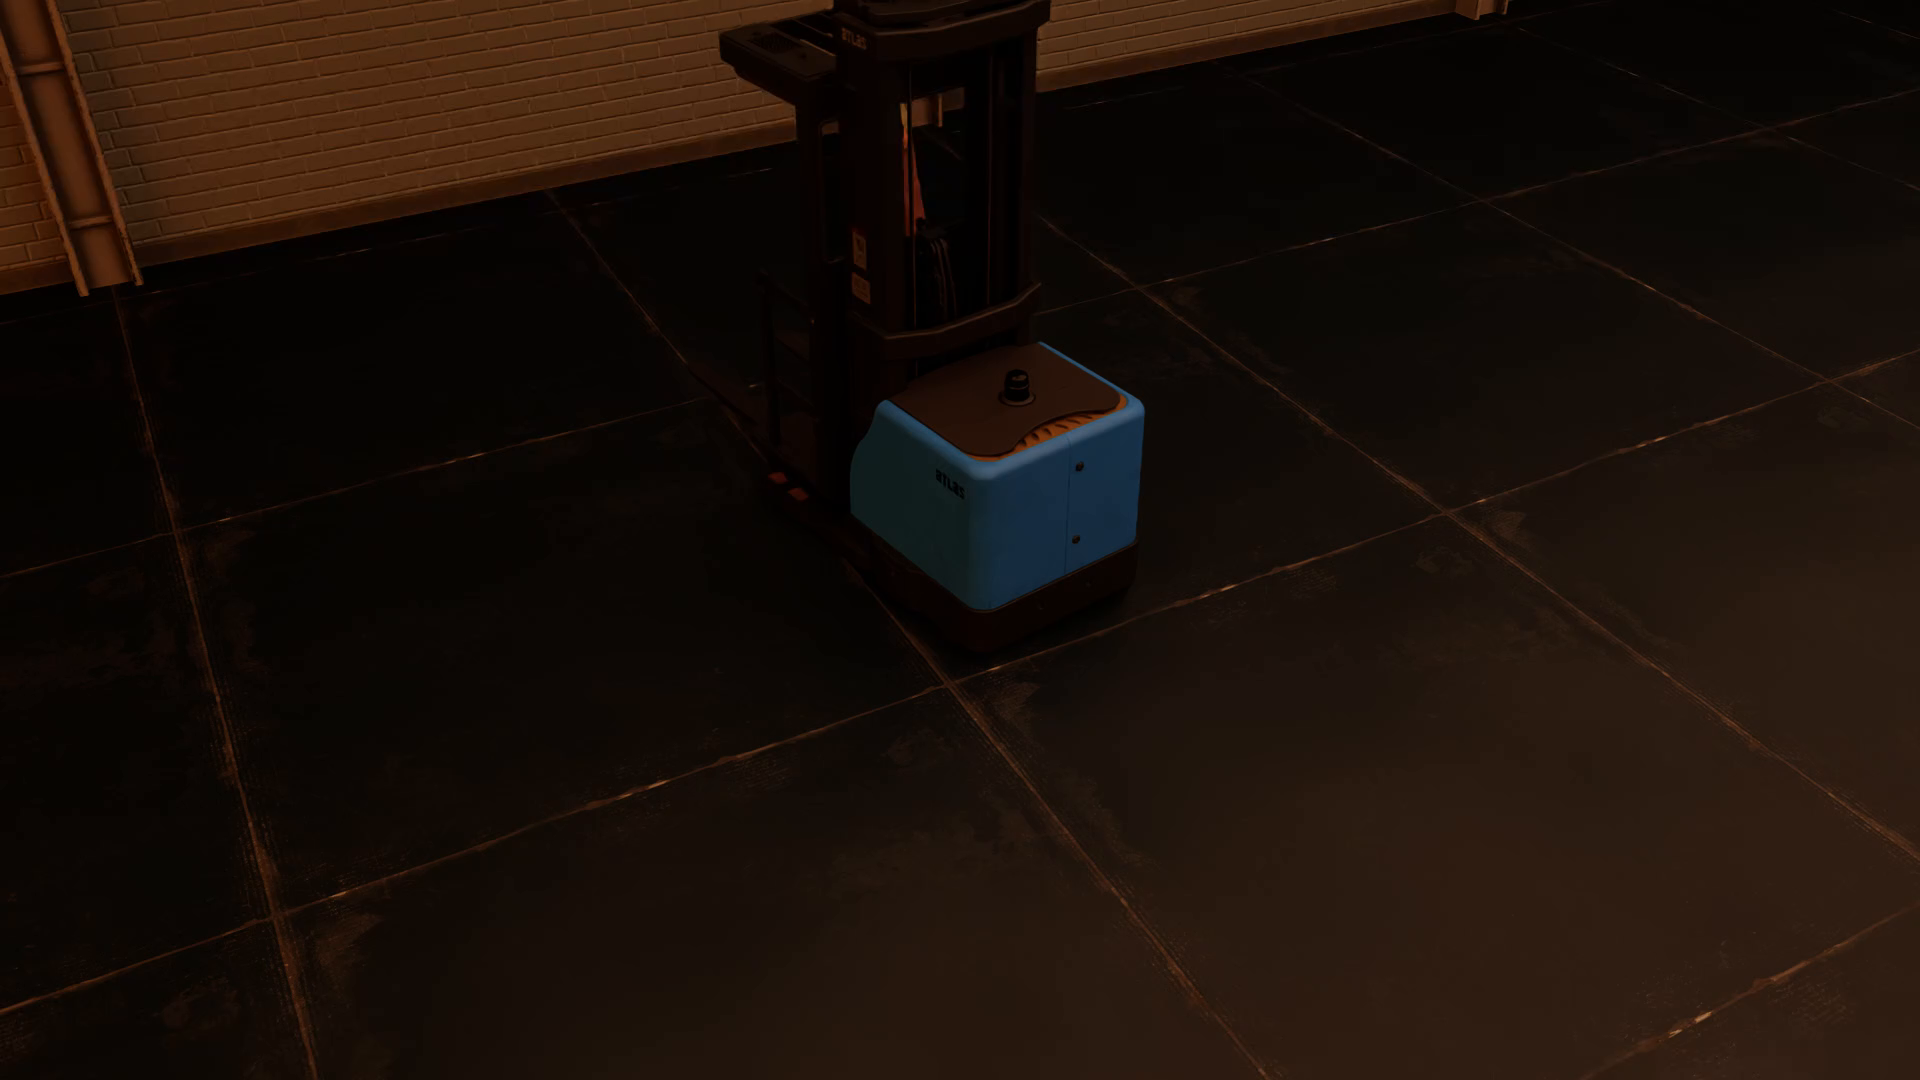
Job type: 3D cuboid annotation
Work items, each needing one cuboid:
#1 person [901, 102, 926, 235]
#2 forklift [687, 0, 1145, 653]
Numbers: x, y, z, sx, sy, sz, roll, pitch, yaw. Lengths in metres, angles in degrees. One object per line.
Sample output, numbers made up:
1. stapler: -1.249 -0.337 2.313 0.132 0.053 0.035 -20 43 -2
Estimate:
1. person: -0.404 -2.766 11.122 0.536 1.679 0.577 -12 37 -17
2. forklift: -0.417 -1.463 8.192 1.130 2.935 3.031 -24 42 -30
